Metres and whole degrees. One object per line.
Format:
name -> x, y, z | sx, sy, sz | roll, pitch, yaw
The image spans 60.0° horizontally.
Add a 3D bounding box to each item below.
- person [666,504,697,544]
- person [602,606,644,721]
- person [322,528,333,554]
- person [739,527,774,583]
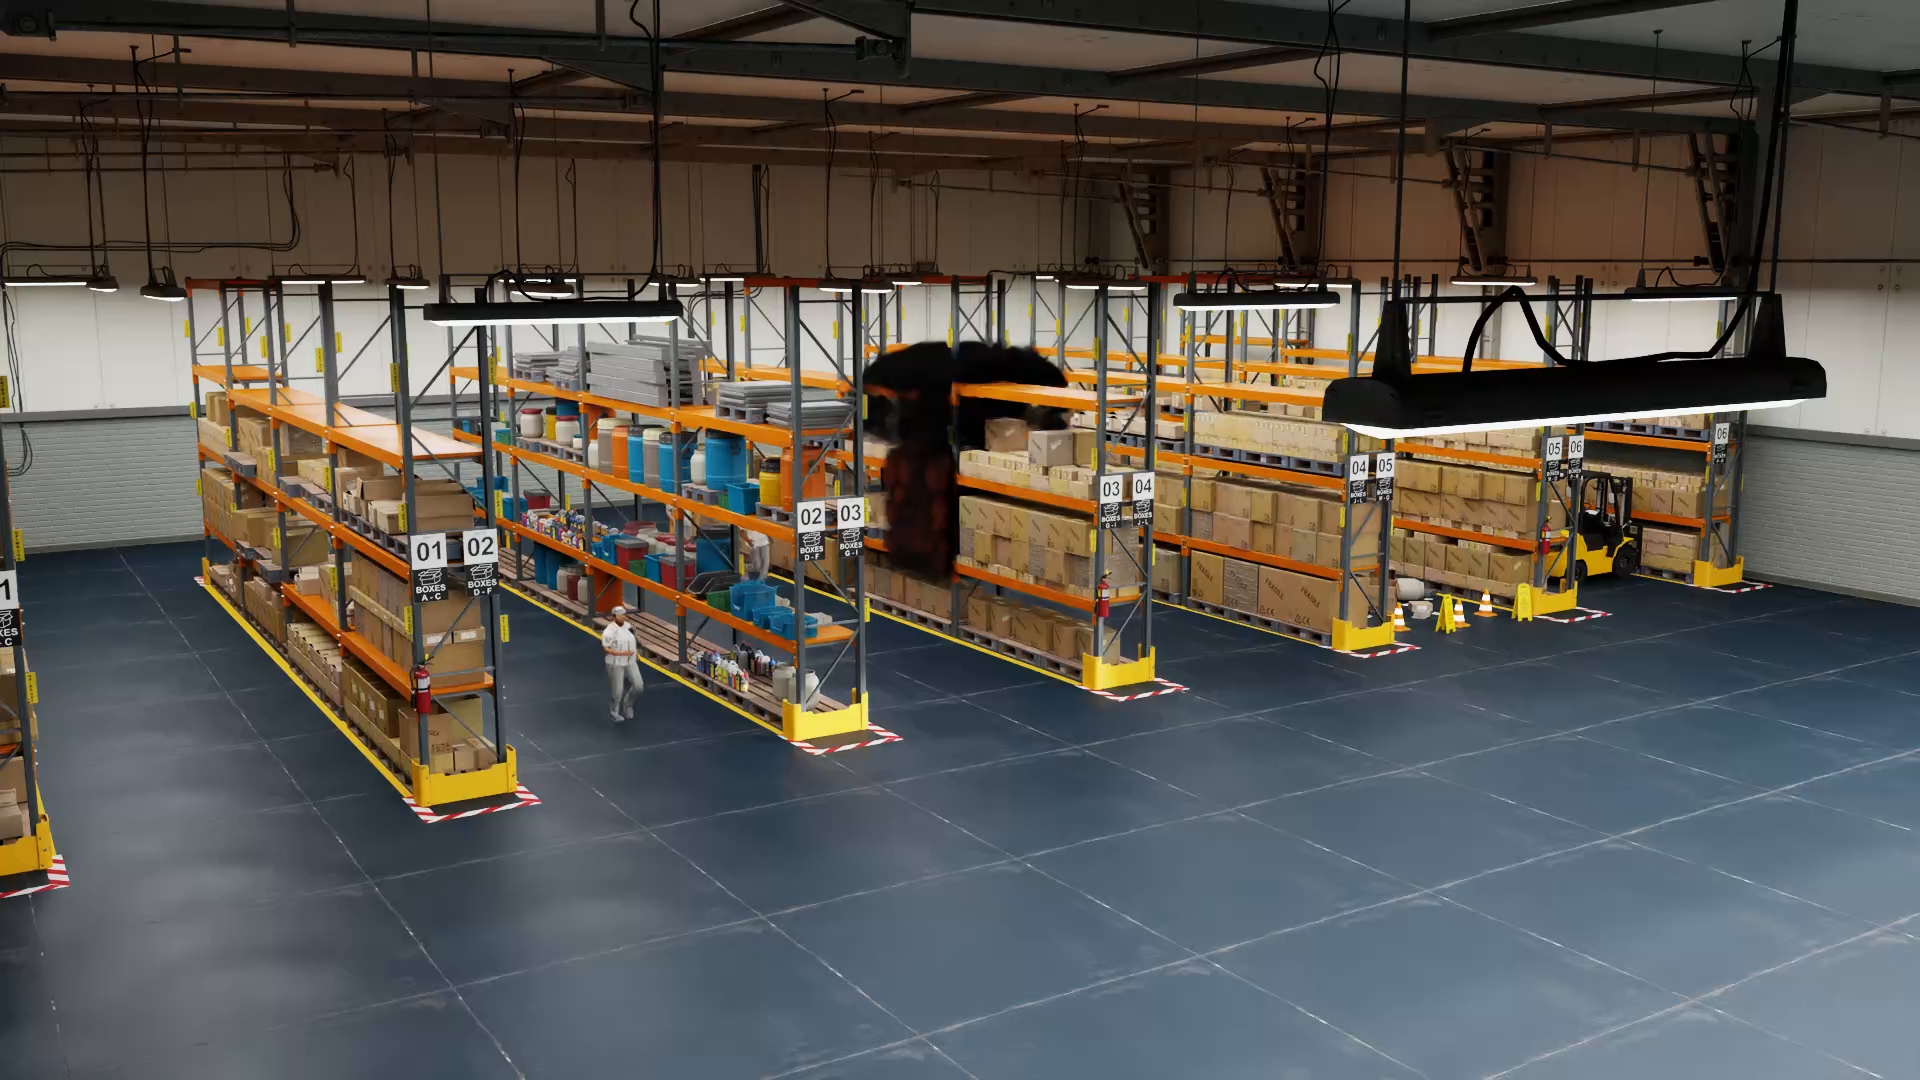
person -> -5.776, -0.333, 34.768 | 0.649, 1.755, 0.629 | -5, 11, -28
person -> -4.638, 1.710, 22.878 | 0.561, 1.630, 0.615 | -9, 13, -43
person -> -13.298, -0.170, 34.277 | 0.531, 1.604, 0.683 | 2, 10, 11
person -> -3.742, 0.090, 30.570 | 0.711, 1.758, 0.738 | -8, 13, -40
